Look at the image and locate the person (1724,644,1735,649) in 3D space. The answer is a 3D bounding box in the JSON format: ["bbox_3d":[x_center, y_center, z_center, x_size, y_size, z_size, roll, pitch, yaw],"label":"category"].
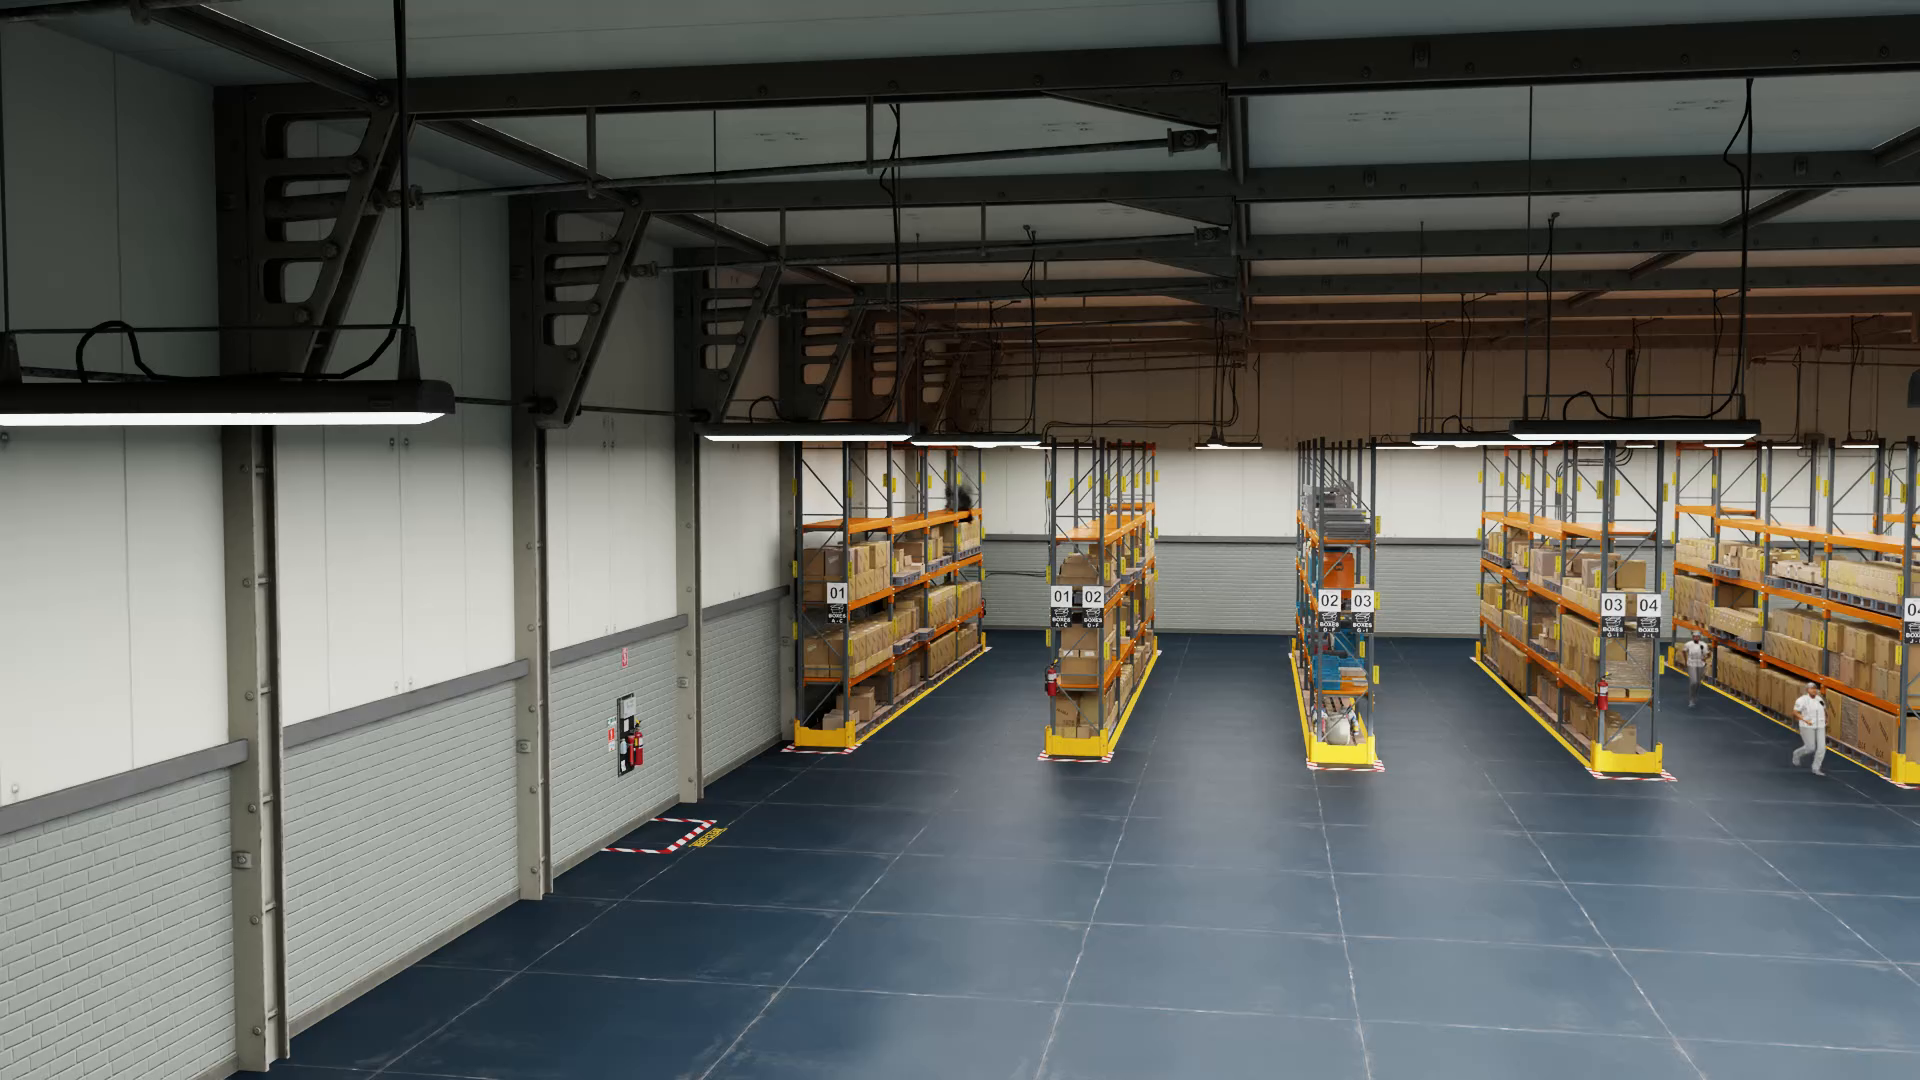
[{"bbox_3d":[21.176,2.434,45.578,0.585,1.739,0.673,1,3,15],"label":"person"}]

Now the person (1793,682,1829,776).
[{"bbox_3d":[15.255,3.356,29.675,0.632,1.616,0.676,0,3,0],"label":"person"}]

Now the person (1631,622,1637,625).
[{"bbox_3d":[17.676,2.537,43.938,0.759,1.790,0.683,1,3,19],"label":"person"}]

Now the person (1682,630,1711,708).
[{"bbox_3d":[16.652,2.889,37.594,0.573,1.748,0.761,1,3,13],"label":"person"}]
